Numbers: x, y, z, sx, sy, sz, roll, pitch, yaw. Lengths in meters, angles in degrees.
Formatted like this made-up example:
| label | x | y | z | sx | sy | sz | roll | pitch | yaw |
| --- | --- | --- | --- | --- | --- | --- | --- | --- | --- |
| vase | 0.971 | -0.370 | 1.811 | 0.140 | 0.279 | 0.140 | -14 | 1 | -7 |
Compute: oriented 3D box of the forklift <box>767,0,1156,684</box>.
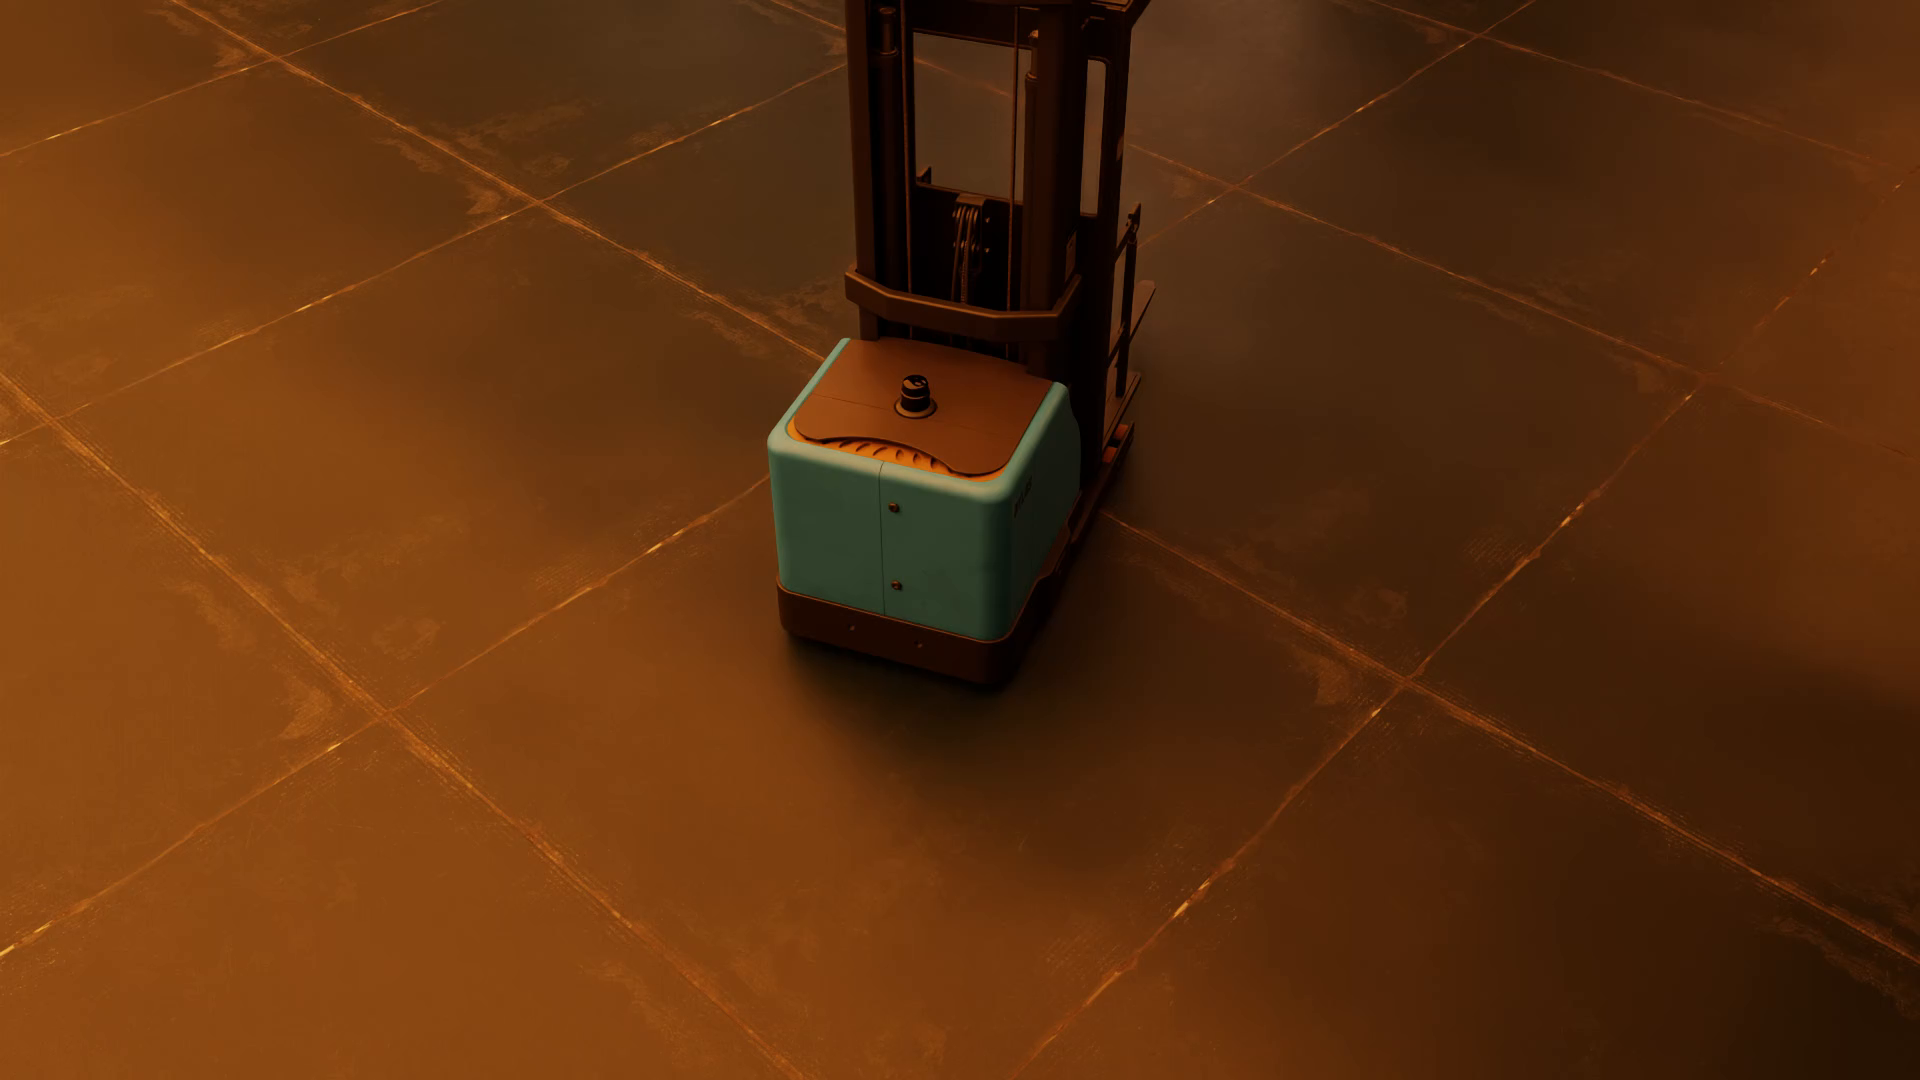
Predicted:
| label | x | y | z | sx | sy | sz | roll | pitch | yaw |
| --- | --- | --- | --- | --- | --- | --- | --- | --- | --- |
| forklift | 0.211 | -1.484 | 7.158 | 1.130 | 2.935 | 3.031 | 14 | 42 | 15 |
